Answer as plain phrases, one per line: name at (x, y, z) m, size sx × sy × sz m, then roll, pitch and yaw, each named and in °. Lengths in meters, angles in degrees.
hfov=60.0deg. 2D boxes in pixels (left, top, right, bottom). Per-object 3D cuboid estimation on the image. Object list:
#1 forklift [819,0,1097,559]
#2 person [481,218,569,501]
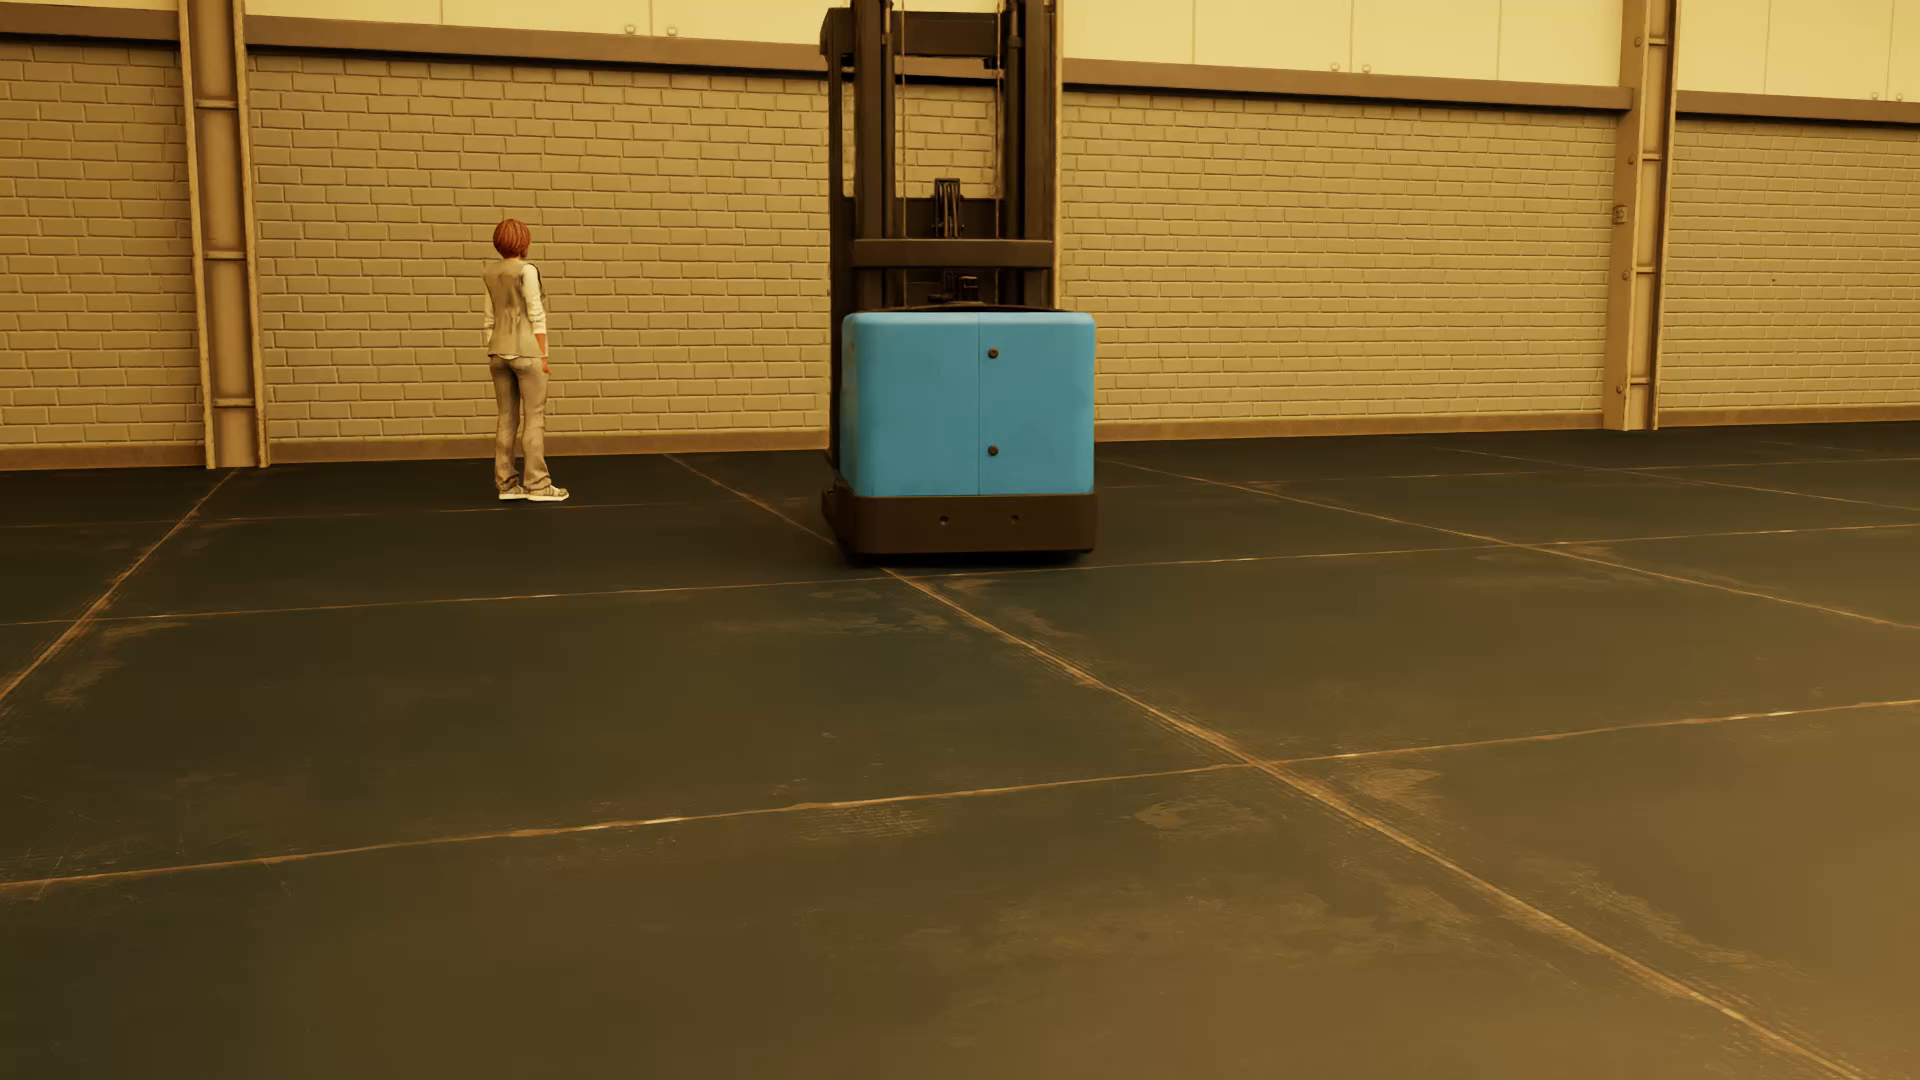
forklift at (-0.127, -1.532, 8.311) m, size 1.130 × 2.935 × 3.031 m, roll -1°, pitch 8°, yaw -8°
person at (-2.508, -1.020, 9.490) m, size 0.411 × 1.602 × 0.331 m, roll 3°, pitch 8°, yaw 24°
